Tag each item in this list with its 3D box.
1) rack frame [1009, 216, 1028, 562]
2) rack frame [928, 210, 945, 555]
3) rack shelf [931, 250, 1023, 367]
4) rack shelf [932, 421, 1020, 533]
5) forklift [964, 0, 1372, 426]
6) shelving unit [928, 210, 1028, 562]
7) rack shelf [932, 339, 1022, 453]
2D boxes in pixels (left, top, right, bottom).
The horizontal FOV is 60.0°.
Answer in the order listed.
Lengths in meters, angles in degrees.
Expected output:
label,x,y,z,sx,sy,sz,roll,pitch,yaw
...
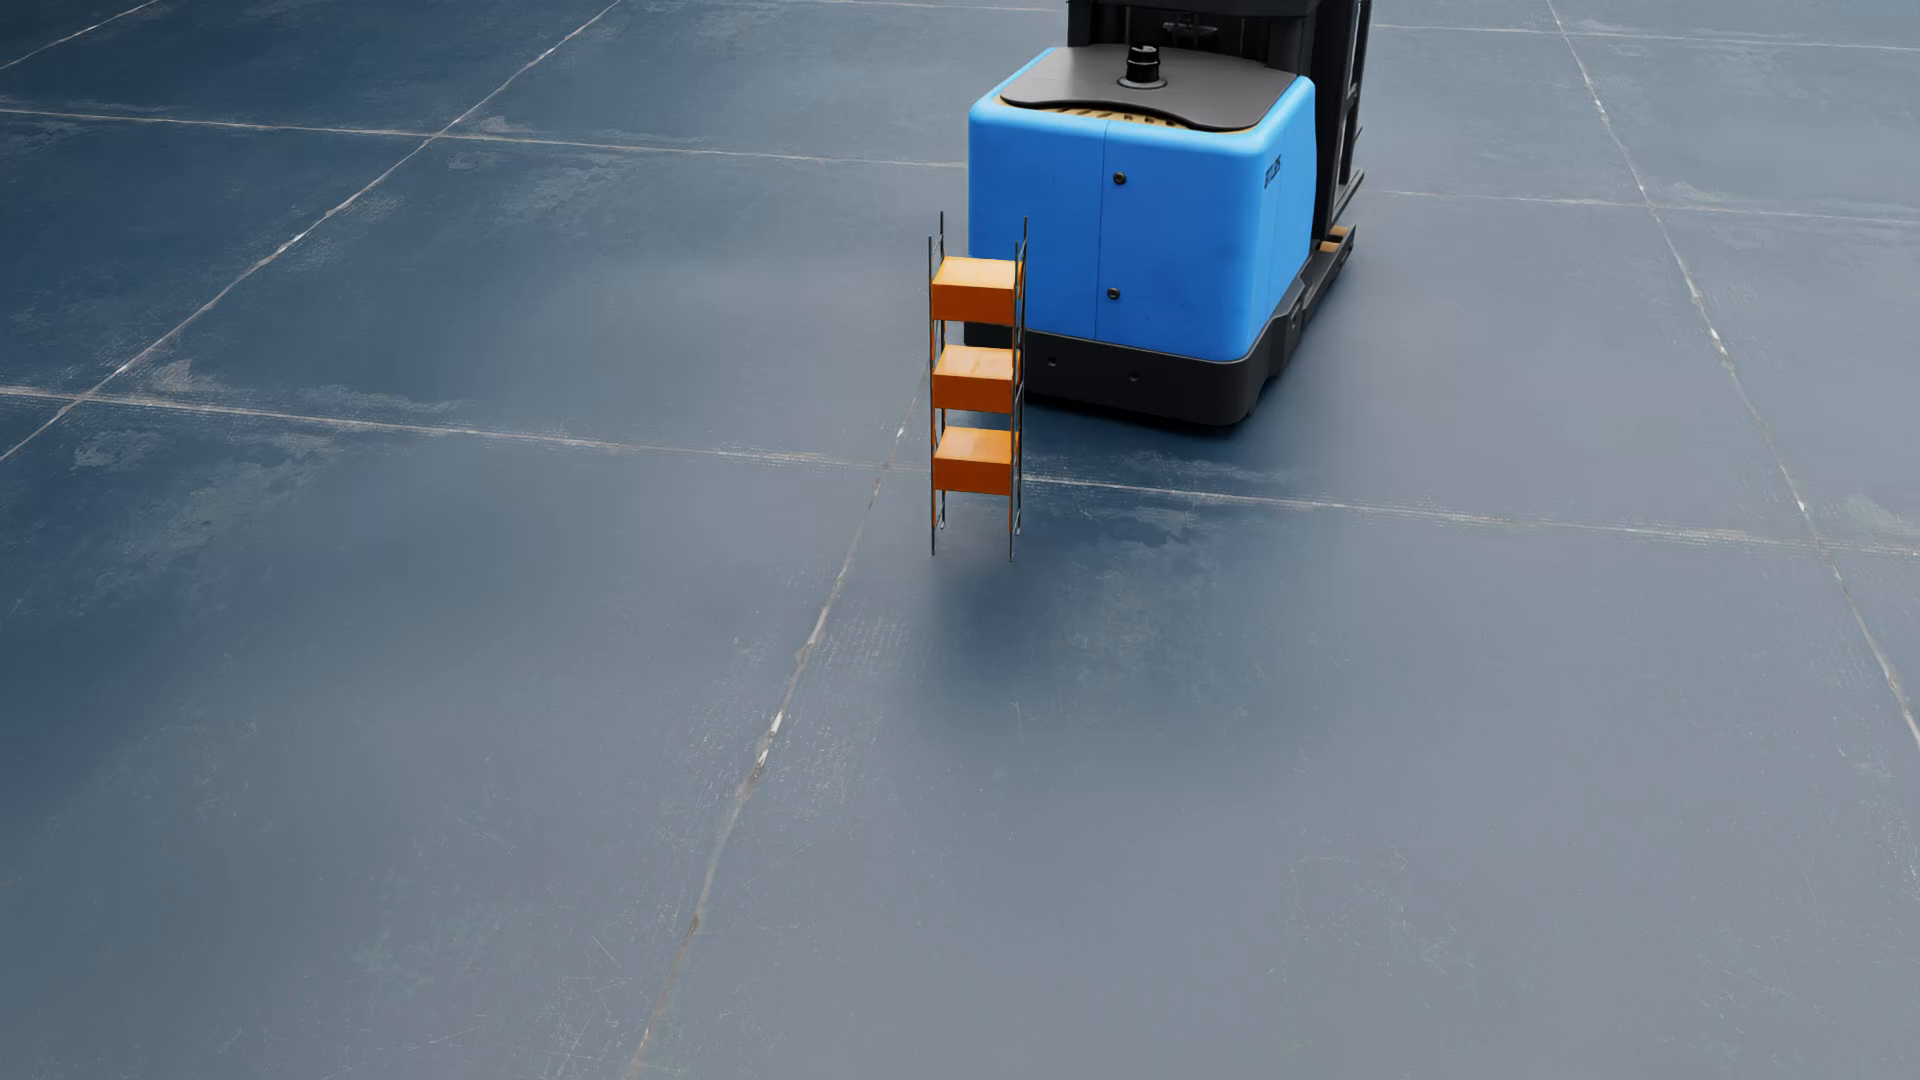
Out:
label,x,y,z,sx,sy,sz,roll,pitch,yaw
rack frame,0.173,-0.429,4.946,0.008,1.050,0.200,5,32,8
rack frame,-0.068,-0.451,4.981,0.008,1.050,0.200,5,32,8
rack shelf,0.053,-0.672,4.819,0.240,0.259,0.215,5,32,8
rack shelf,0.053,-0.196,5.117,0.240,0.259,0.215,5,32,8
forklift,1.050,-2.406,6.331,1.130,2.935,3.031,13,34,19
shelving unit,0.053,-0.440,4.964,0.252,1.050,0.215,5,32,8
rack shelf,0.053,-0.431,4.969,0.240,0.259,0.215,5,32,8
